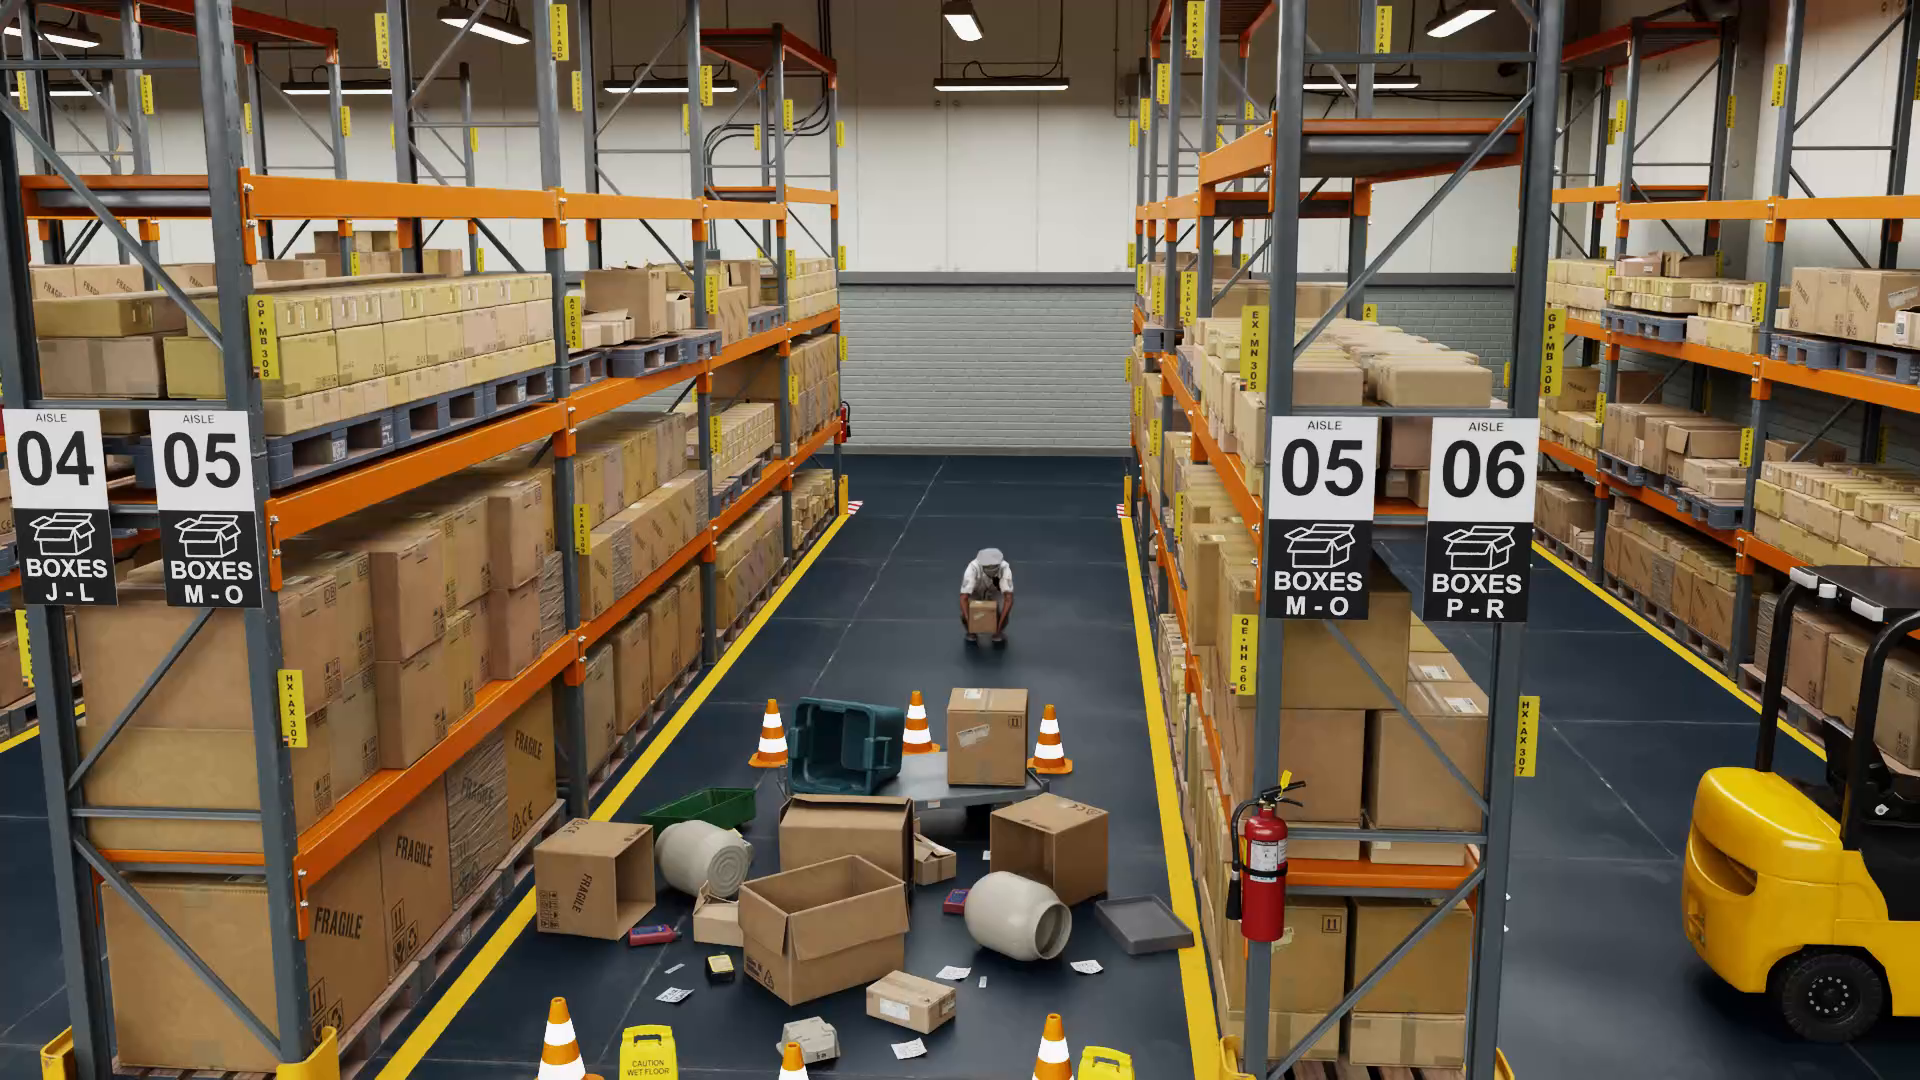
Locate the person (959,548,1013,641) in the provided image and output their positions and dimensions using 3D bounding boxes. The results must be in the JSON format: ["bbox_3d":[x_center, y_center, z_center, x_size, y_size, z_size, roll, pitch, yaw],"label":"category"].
[{"bbox_3d":[0.256,0.509,15.708,0.511,0.947,0.841,1,11,4],"label":"person"}]
